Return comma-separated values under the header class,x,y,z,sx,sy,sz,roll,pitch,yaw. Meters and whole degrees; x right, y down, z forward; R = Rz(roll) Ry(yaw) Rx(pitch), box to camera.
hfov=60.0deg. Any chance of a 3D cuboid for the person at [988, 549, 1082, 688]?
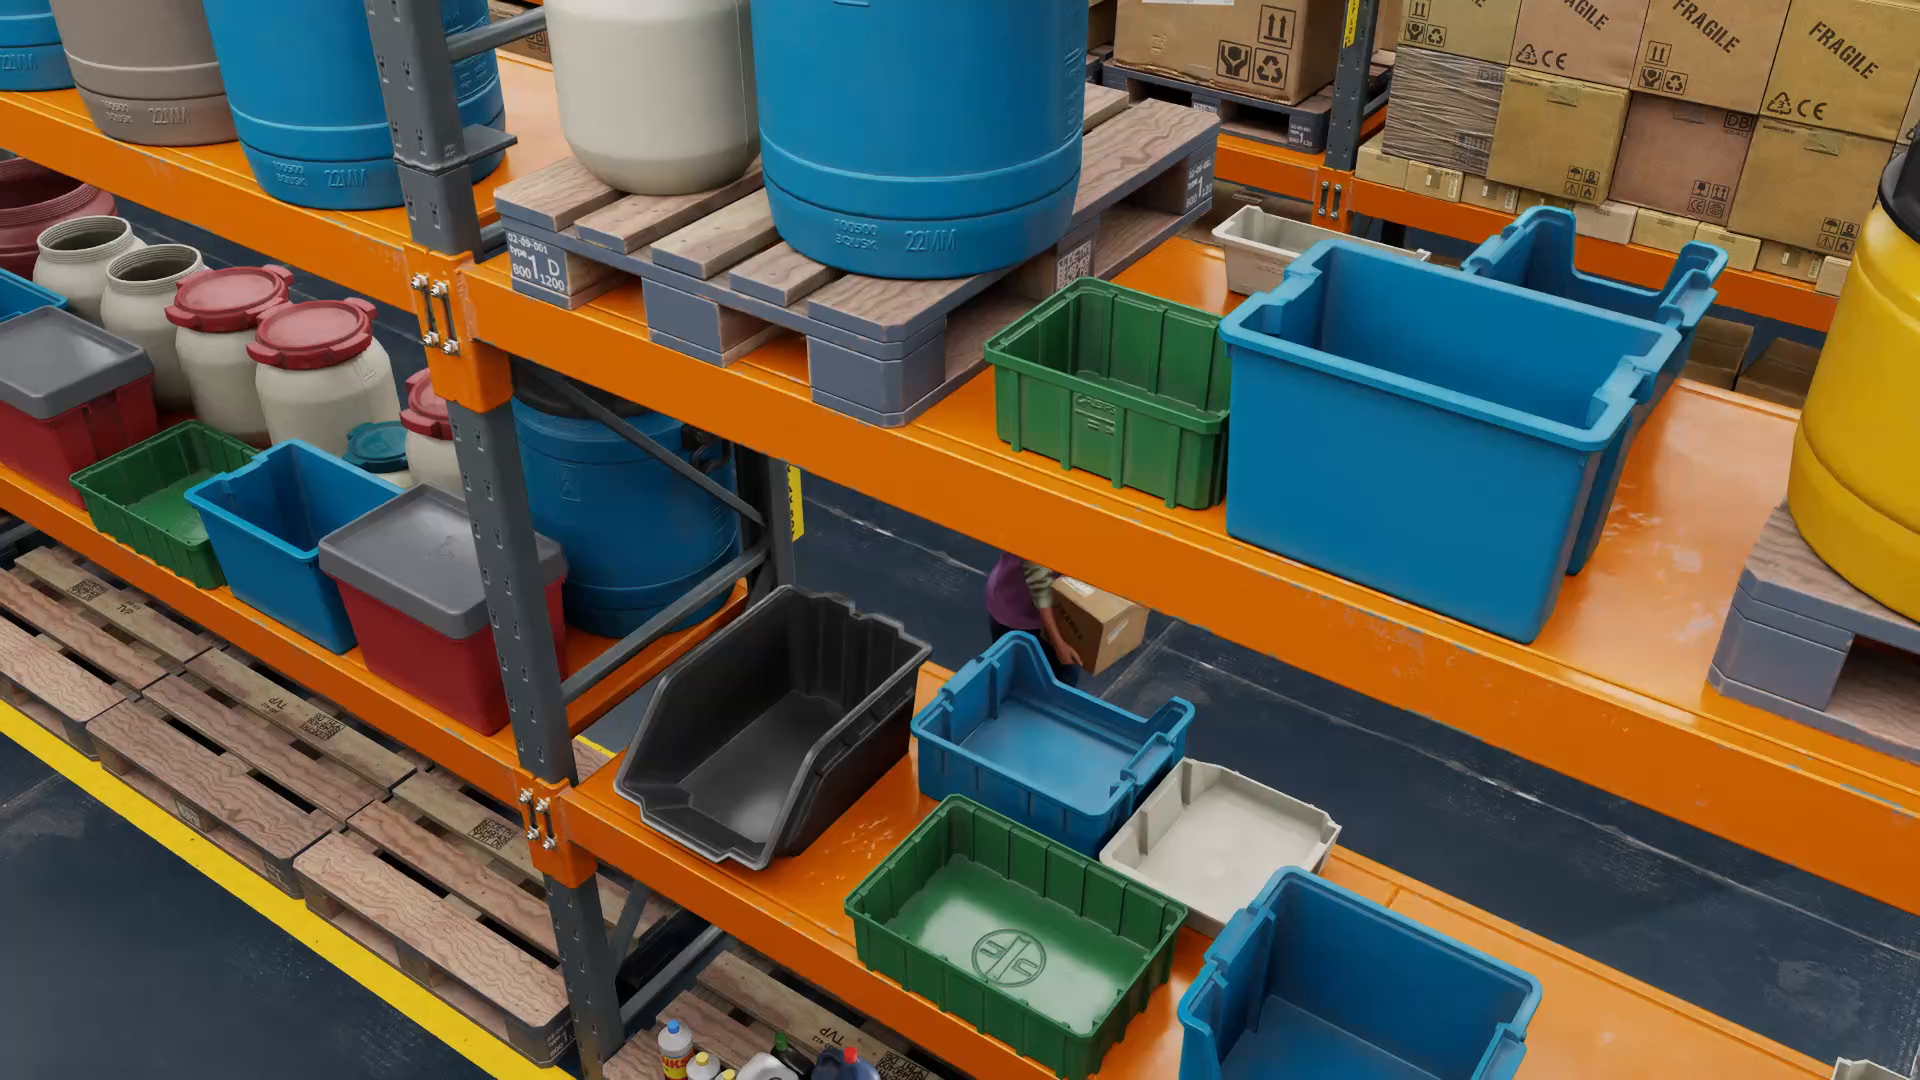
class,x,y,z,sx,sy,sz,roll,pitch,yaw
person,0.327,0.278,5.776,0.404,1.577,0.488,-27,43,-33
